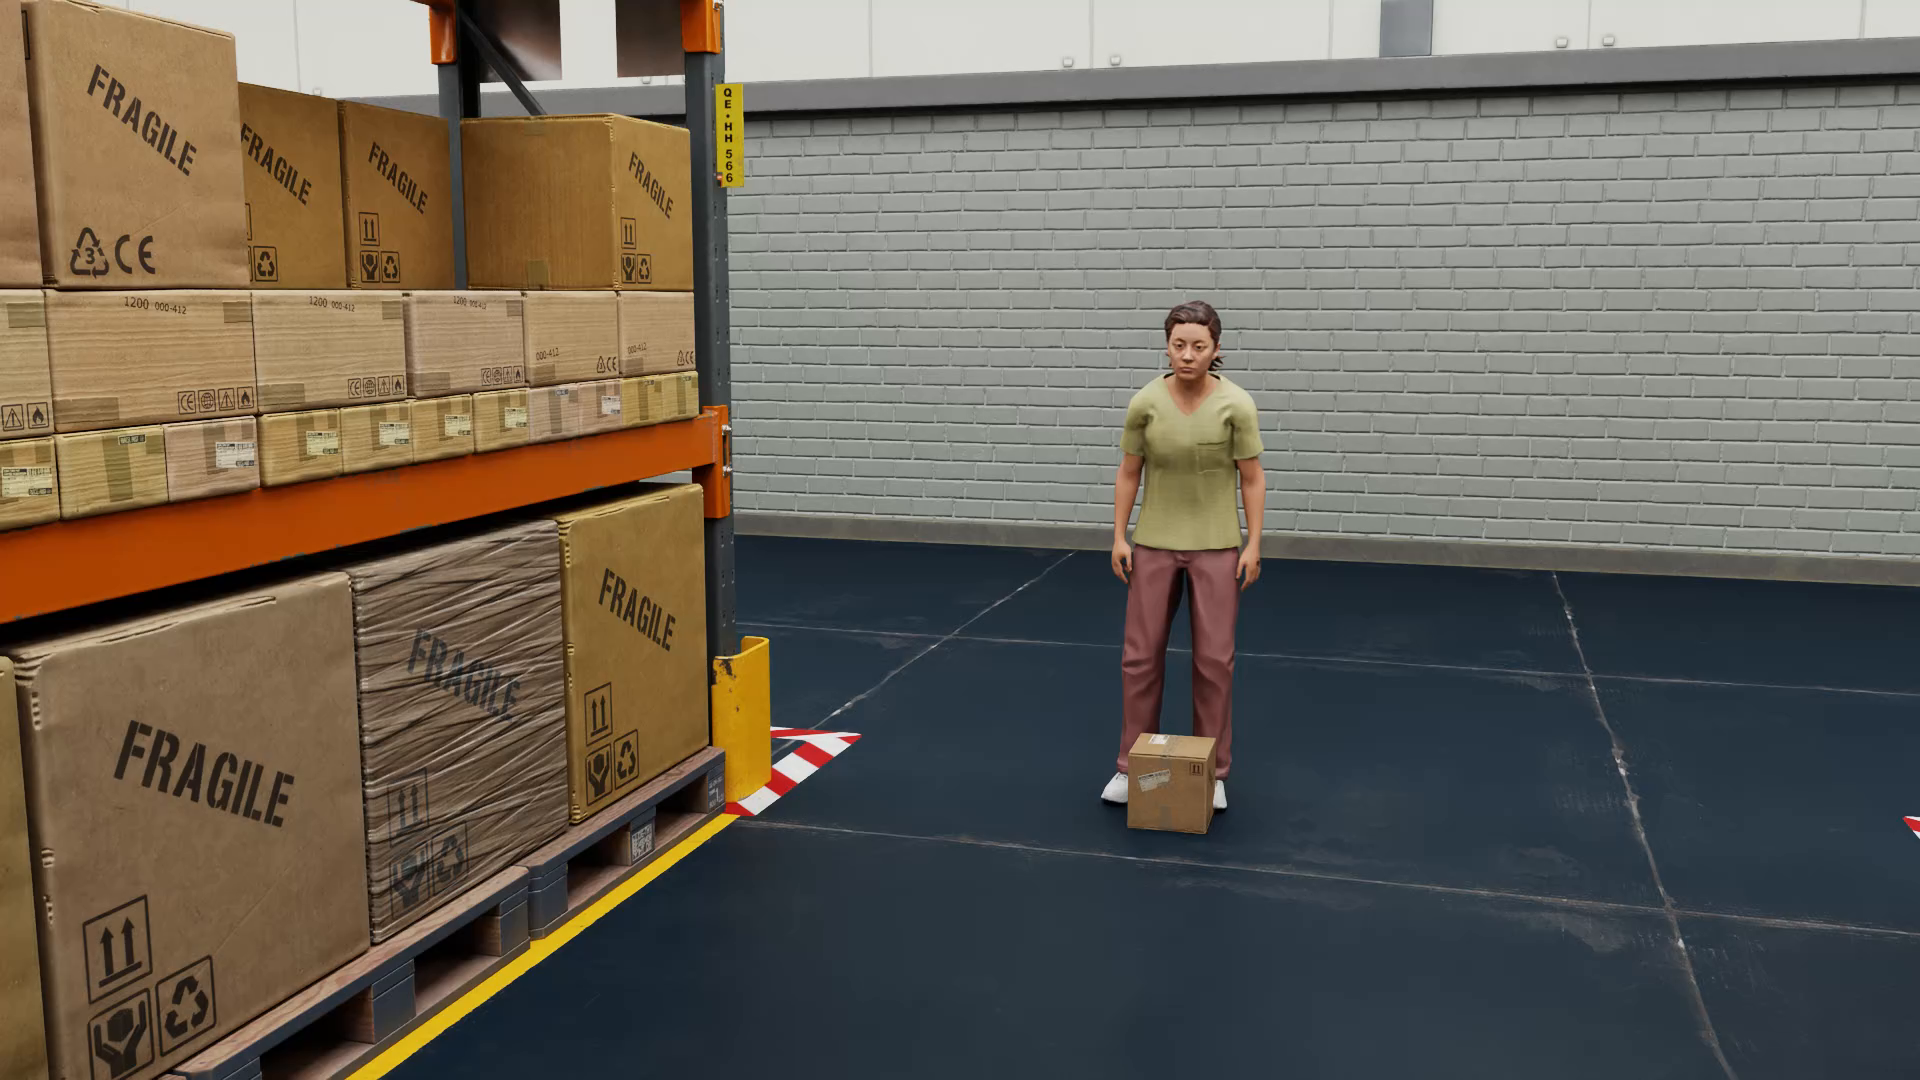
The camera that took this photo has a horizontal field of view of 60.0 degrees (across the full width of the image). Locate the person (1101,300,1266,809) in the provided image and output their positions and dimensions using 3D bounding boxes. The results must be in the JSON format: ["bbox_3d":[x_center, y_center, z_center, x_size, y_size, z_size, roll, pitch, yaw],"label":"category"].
[{"bbox_3d":[0.751,0.047,5.522,0.502,1.673,0.352,2,9,16],"label":"person"}]
